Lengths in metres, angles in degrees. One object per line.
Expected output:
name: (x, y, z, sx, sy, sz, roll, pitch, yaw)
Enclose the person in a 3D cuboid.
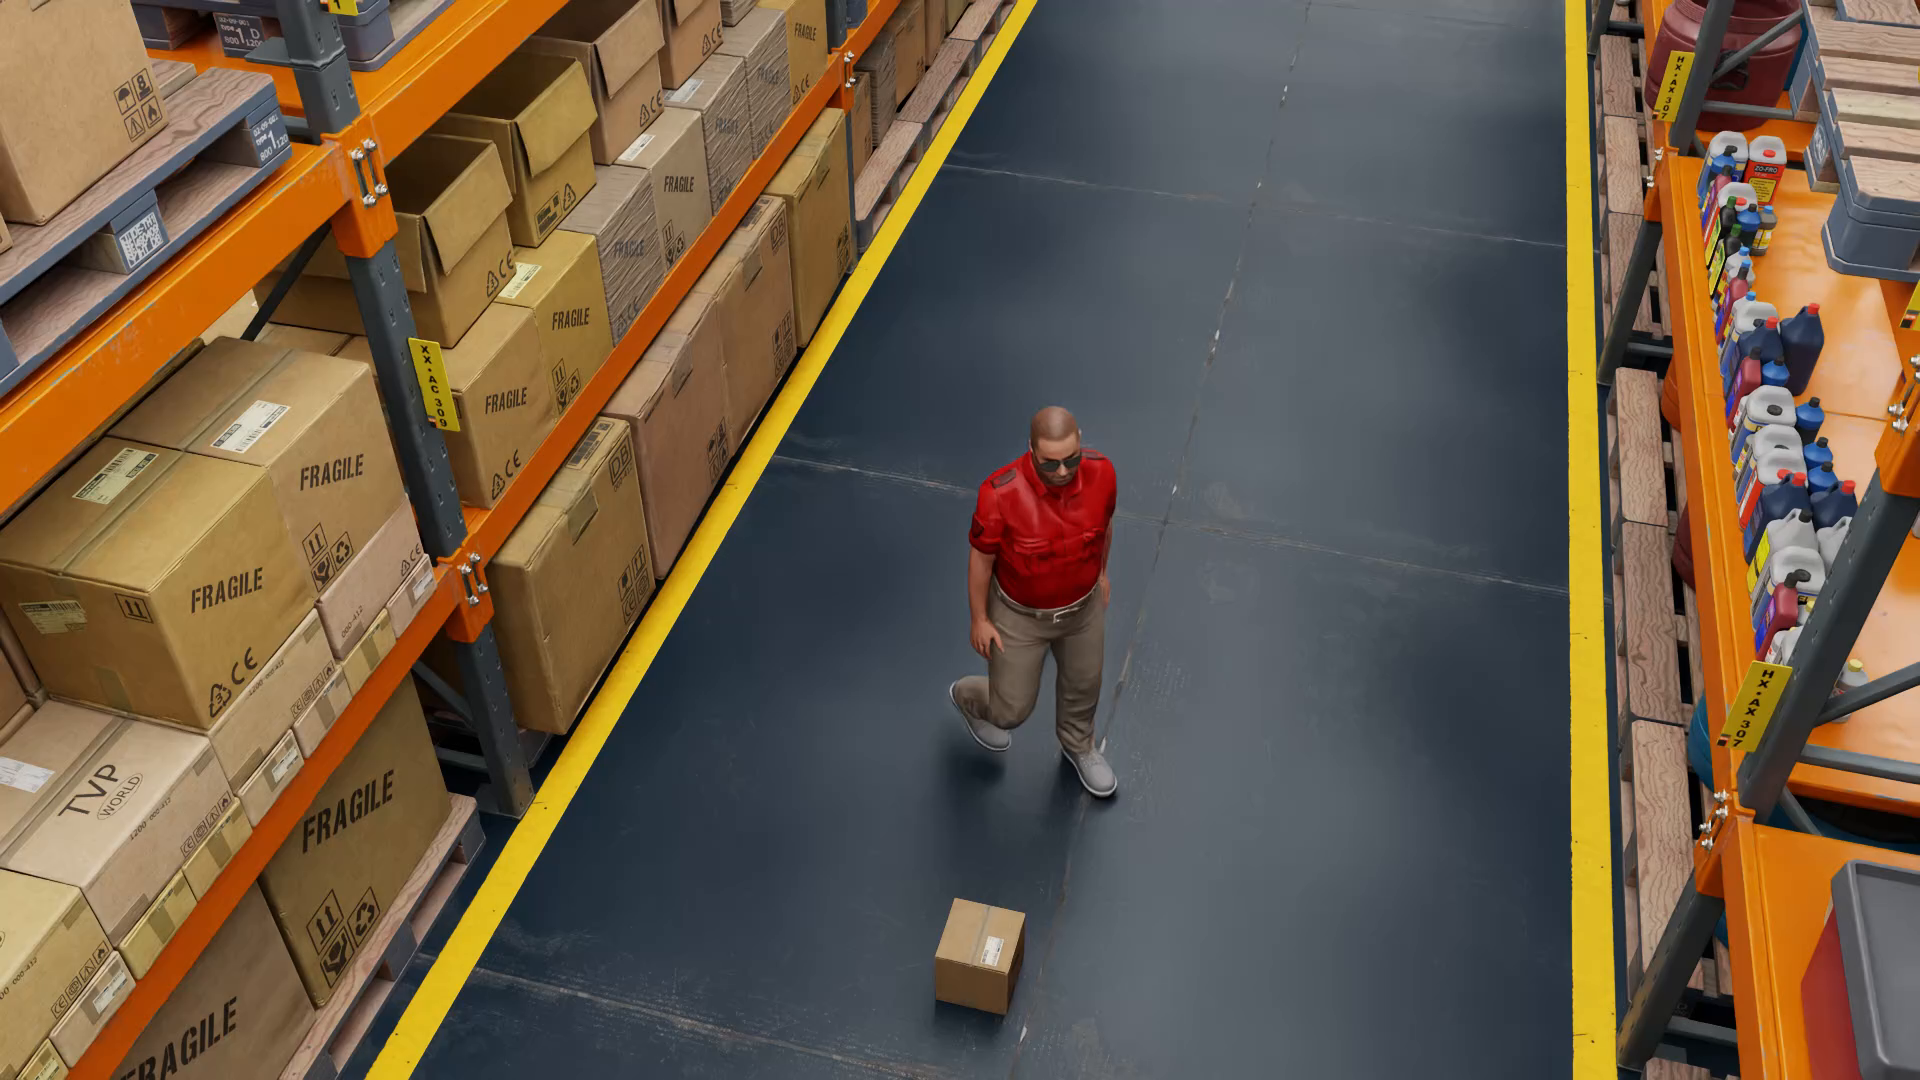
person: (0.290, 0.197, 5.917, 0.585, 1.719, 0.609, -16, 43, -18)
